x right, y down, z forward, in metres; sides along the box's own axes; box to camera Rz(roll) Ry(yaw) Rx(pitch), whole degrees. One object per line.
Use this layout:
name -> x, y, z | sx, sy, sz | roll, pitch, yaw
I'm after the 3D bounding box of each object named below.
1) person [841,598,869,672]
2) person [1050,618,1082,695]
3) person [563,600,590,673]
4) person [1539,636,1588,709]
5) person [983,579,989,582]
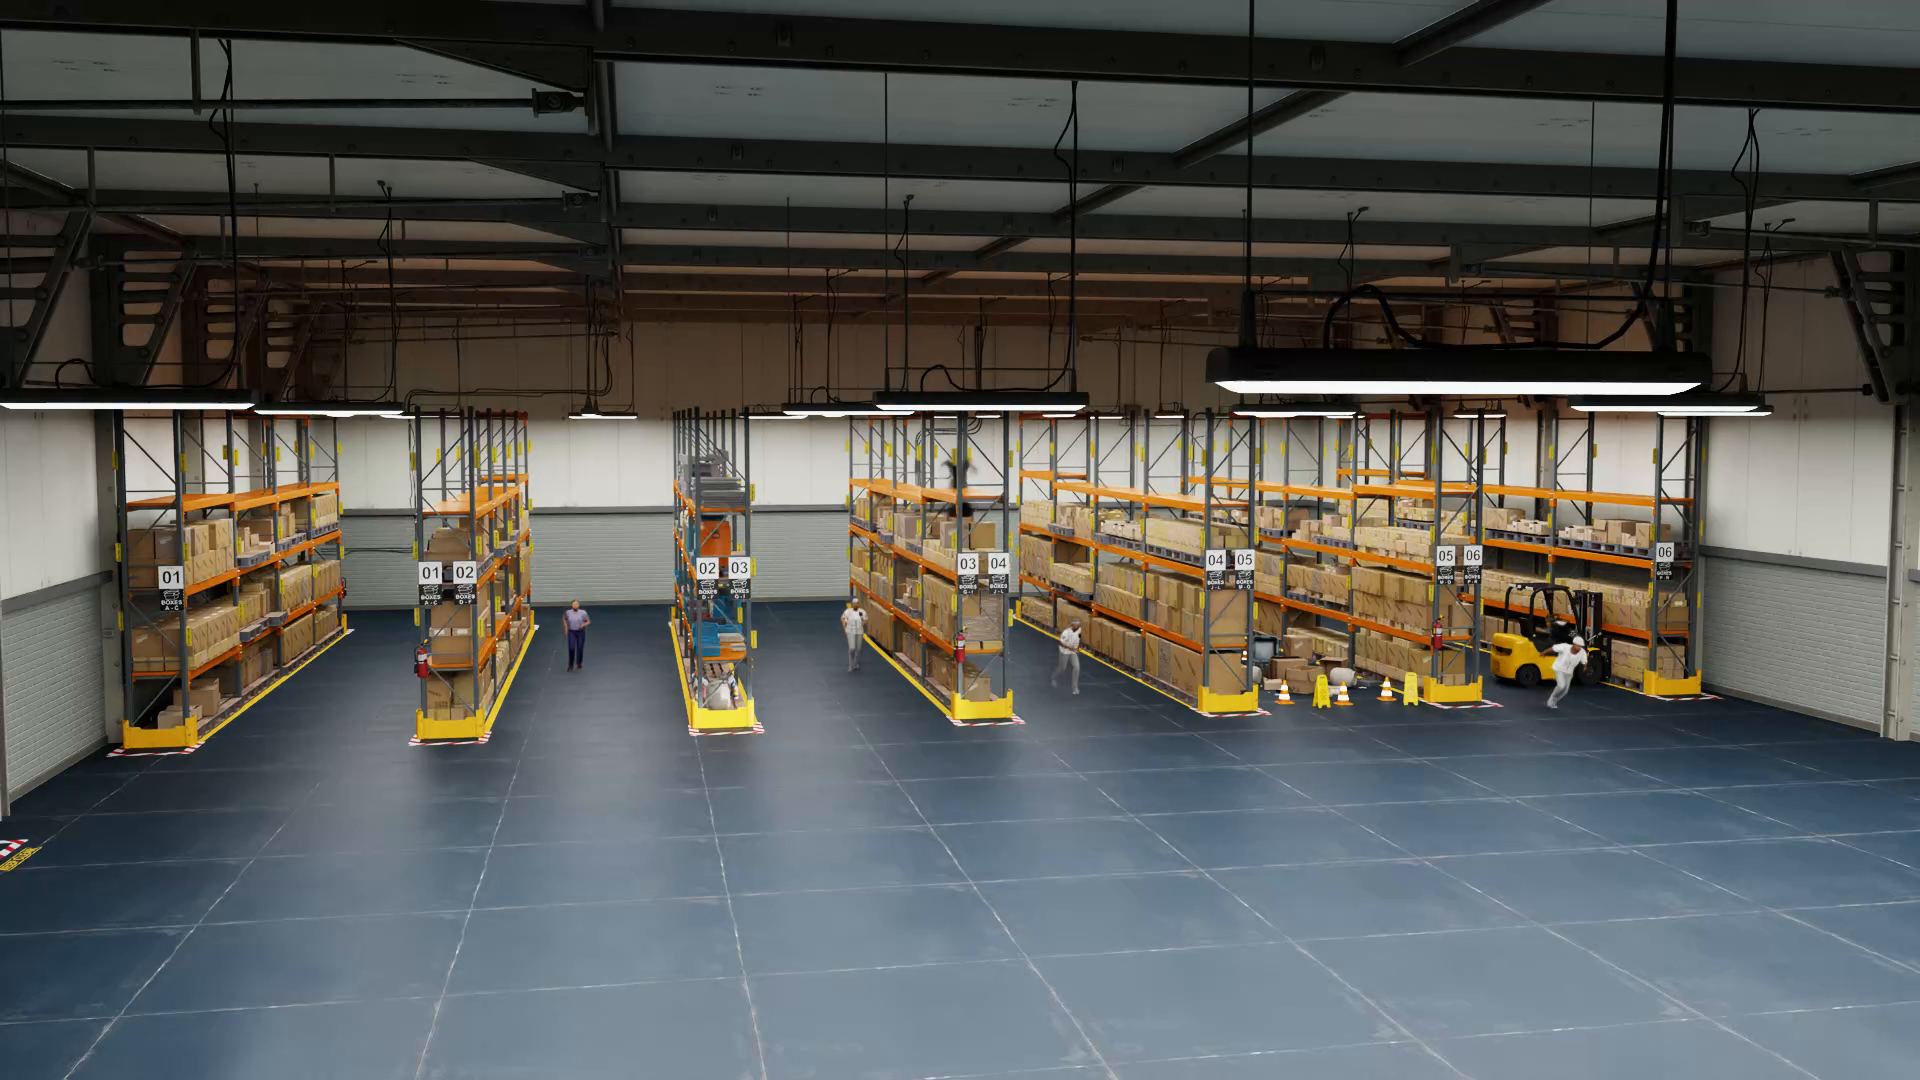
person -> -2.398, 2.199, 38.271 | 0.597, 1.705, 0.706 | -1, 4, -15
person -> 2.252, 2.437, 35.307 | 0.624, 1.646, 0.959 | -3, 5, -36
person -> -8.797, 2.202, 38.165 | 0.610, 1.683, 0.704 | -1, 4, -13
person -> 11.971, 2.615, 32.810 | 0.681, 1.516, 1.027 | -1, 4, -10
person -> 0.572, 1.486, 48.259 | 0.802, 1.592, 0.835 | 1, 4, 18
